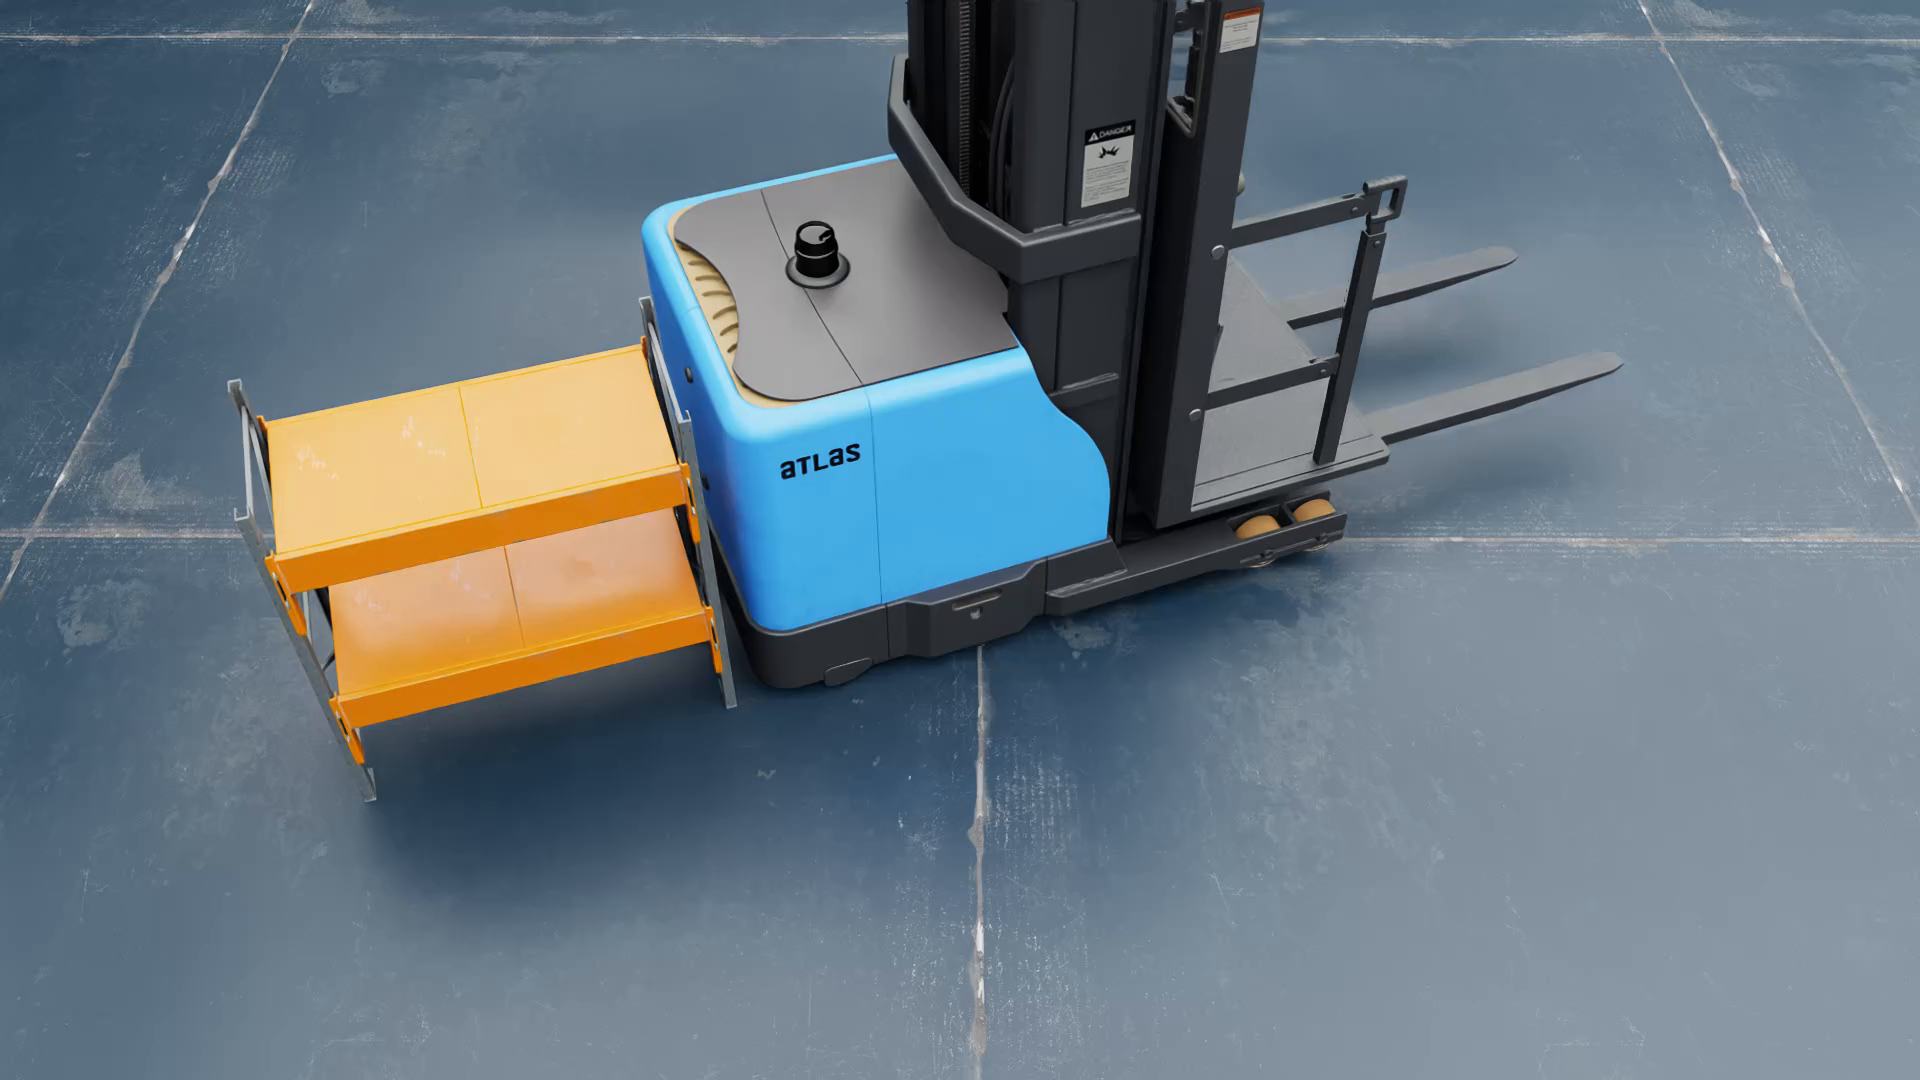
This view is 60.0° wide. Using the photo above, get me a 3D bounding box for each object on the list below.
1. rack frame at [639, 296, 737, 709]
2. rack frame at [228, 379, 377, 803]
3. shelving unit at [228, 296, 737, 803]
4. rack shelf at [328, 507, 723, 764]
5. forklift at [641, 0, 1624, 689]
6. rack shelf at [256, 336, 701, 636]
[{"bbox_3d":[-0.737,-0.072,4.548,0.032,1.125,0.500,-14,49,-12],"label":"rack frame"},{"bbox_3d":[-1.701,0.164,4.329,0.032,1.125,0.500,-14,49,-12],"label":"rack frame"},{"bbox_3d":[-1.219,0.046,4.439,1.048,1.125,0.538,-14,49,-12],"label":"shelving unit"},{"bbox_3d":[-1.219,0.212,4.618,1.000,0.278,0.538,-14,49,-12],"label":"rack shelf"},{"bbox_3d":[0.663,-1.259,4.420,3.031,2.935,1.130,-16,49,-14],"label":"forklift"},{"bbox_3d":[-1.219,-0.154,4.225,1.000,0.278,0.538,-14,49,-12],"label":"rack shelf"}]
